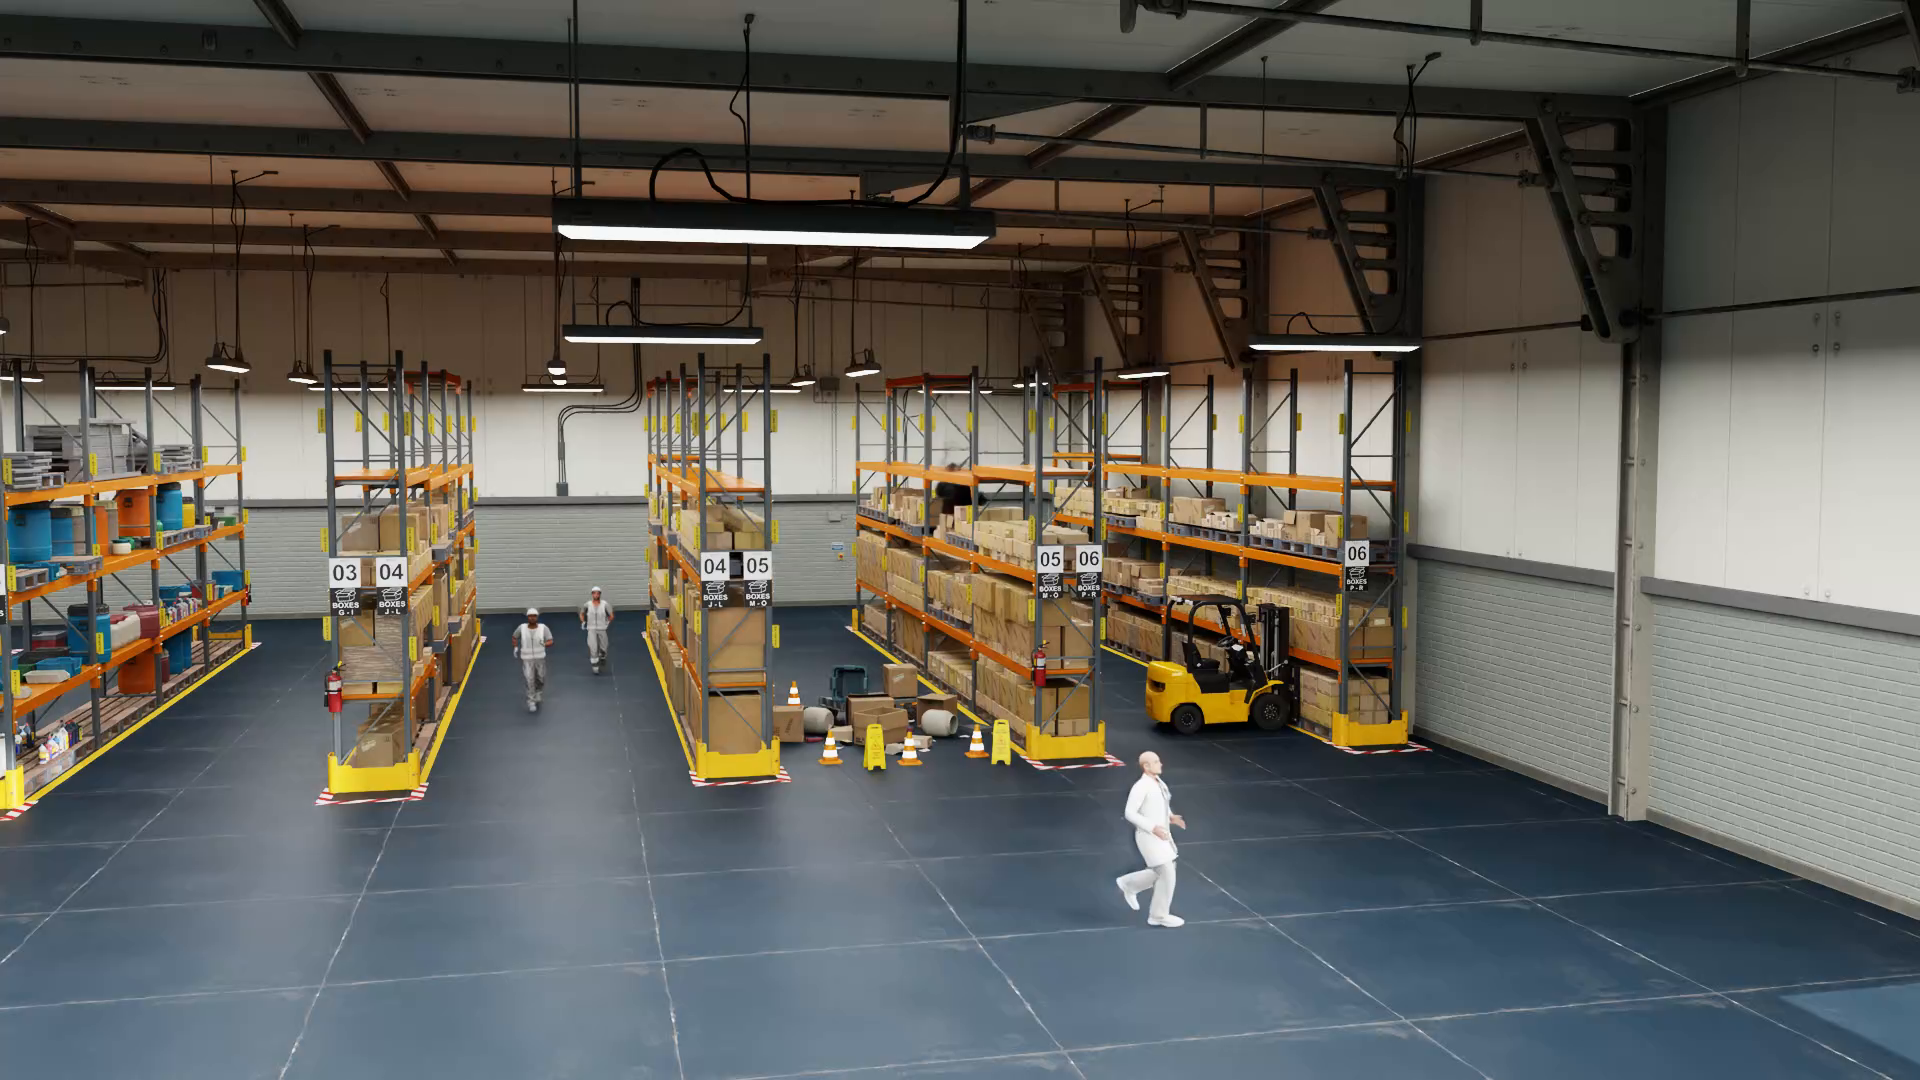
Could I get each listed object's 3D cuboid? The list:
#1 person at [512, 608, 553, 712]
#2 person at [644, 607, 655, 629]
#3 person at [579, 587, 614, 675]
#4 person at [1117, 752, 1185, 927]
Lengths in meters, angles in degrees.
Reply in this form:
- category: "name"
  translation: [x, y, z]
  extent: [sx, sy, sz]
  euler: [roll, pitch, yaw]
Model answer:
- category: "person"
  translation: [-7.469, 2.075, 29.100]
  extent: [0.693, 1.763, 0.986]
  euler: [-1, 4, -19]
- category: "person"
  translation: [-7.210, 1.353, 40.433]
  extent: [0.939, 1.621, 0.648]
  euler: [-1, 4, -17]
- category: "person"
  translation: [-7.297, 1.811, 33.397]
  extent: [0.687, 1.746, 0.739]
  euler: [-1, 4, -12]
- category: "person"
  translation: [1.892, 2.978, 16.642]
  extent: [0.753, 1.730, 0.713]
  euler: [2, 4, 27]
